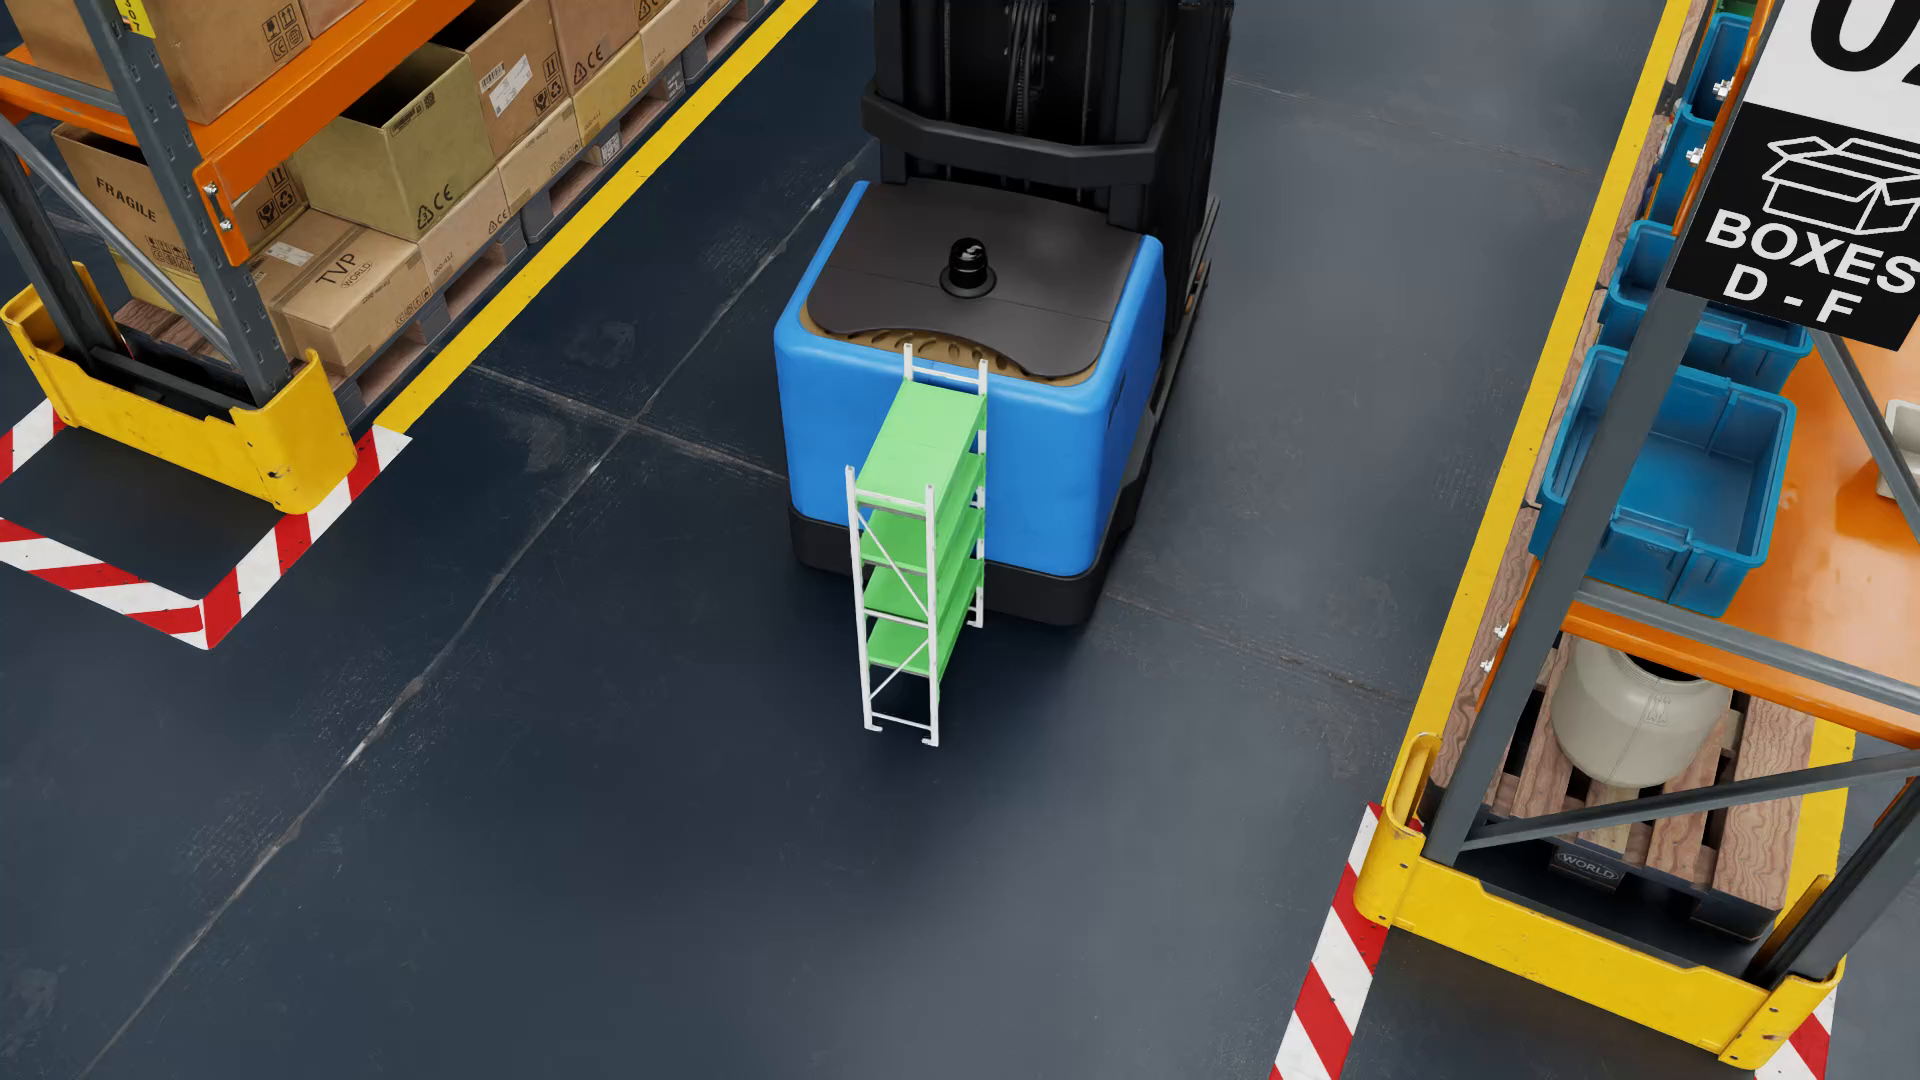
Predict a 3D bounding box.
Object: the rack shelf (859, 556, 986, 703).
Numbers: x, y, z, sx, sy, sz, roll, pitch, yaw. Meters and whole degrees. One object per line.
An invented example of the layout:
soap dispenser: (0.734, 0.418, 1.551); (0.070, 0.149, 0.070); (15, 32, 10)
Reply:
rack shelf: (-0.111, 0.246, 5.152); (0.258, 0.148, 0.480); (13, 51, 11)

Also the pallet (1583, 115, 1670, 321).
pallet: (3.122, -1.157, 6.596); (1.003, 0.211, 1.213); (20, 52, 16)

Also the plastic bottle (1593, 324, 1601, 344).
plastic bottle: (2.385, -0.822, 5.930); (0.144, 0.351, 0.185); (22, 53, 18)

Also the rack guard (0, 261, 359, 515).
rack guard: (-2.749, -0.542, 5.883); (1.175, 0.500, 0.348); (20, 52, 16)

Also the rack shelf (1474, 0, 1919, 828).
rack shelf: (2.592, -0.899, 5.018); (1.077, 0.370, 4.000); (20, 52, 16)

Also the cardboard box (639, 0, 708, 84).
cardboard box: (-1.453, -2.288, 7.257); (0.500, 0.250, 0.500); (20, 52, 16)

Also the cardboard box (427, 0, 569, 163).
cardboard box: (-1.895, -1.847, 6.390); (0.500, 0.500, 0.500); (20, 52, 16)

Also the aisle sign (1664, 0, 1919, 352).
aisle sign: (1.439, -0.644, 2.622); (0.394, 0.787, 0.004); (20, 52, 16)

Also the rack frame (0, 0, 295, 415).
rack frame: (-2.739, -1.369, 4.945); (1.000, 3.000, 0.127); (20, 52, 16)

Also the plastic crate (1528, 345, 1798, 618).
plastic crate: (1.681, -0.149, 4.004); (0.499, 0.251, 0.616); (20, 52, 16)

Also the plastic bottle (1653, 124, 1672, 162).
plastic bottle: (2.871, -1.598, 6.689); (0.097, 0.201, 0.097); (0, 50, 0)

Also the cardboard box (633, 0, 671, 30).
cardboard box: (-1.465, -2.535, 6.975); (0.500, 0.500, 0.500); (20, 52, 16)

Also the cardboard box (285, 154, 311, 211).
cardboard box: (-2.574, -1.428, 6.525); (0.500, 0.250, 0.500); (20, 52, 16)

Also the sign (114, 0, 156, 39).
sign: (-2.240, -1.490, 4.428); (0.100, 0.325, 0.005); (20, 52, 16)

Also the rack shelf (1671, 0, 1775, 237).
rack shelf: (2.592, -1.871, 3.875); (1.077, 0.370, 4.000); (20, 52, 16)

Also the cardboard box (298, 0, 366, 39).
cardboard box: (-2.308, -2.082, 5.486); (0.700, 0.500, 0.500); (21, 53, 17)

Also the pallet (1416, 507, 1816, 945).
pallet: (2.080, 0.524, 5.166); (1.003, 0.211, 1.213); (20, 52, 16)

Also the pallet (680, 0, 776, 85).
pallet: (-1.408, -2.686, 7.897); (1.003, 0.211, 1.213); (20, 52, 16)

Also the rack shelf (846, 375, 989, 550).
rack shelf: (-0.111, -0.221, 4.604); (0.258, 0.148, 0.480); (13, 51, 11)

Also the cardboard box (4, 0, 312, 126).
cardboard box: (-2.528, -1.719, 5.177); (0.700, 0.500, 0.500); (20, 52, 16)

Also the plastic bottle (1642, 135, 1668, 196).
plastic bottle: (2.801, -1.461, 6.523); (0.152, 0.276, 0.135); (22, 53, 17)

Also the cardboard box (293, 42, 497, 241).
cardboard box: (-2.097, -1.499, 6.093); (0.500, 0.500, 0.500); (20, 52, 16)

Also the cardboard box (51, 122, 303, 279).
cardboard box: (-2.779, -1.323, 5.944); (0.500, 0.500, 0.500); (20, 52, 16)

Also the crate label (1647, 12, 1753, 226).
crate label: (2.280, -1.122, 4.712); (0.502, 0.435, 0.616); (20, 52, 16)

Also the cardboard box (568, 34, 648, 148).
cardboard box: (-1.666, -1.943, 6.964); (0.500, 0.250, 0.500); (20, 52, 16)

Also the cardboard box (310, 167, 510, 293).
cardboard box: (-2.098, -1.256, 6.379); (0.500, 0.250, 0.500); (20, 52, 16)

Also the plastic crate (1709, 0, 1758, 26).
plastic crate: (2.612, -1.598, 5.279); (0.450, 0.188, 0.662); (20, 52, 16)

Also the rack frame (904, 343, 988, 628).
rack frame: (-0.040, -0.129, 5.072); (0.240, 1.200, 0.015); (13, 51, 11)

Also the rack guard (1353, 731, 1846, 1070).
rack guard: (1.728, 0.988, 4.581); (1.175, 0.500, 0.348); (20, 52, 16)

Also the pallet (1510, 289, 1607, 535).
pallet: (2.602, -0.313, 5.878); (1.003, 0.211, 1.213); (20, 52, 16)

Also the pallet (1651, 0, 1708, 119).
pallet: (3.747, -2.159, 7.448); (1.003, 0.211, 1.213); (20, 52, 16)

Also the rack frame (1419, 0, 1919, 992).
rack frame: (1.738, 0.245, 3.572); (1.000, 3.000, 0.127); (20, 52, 16)

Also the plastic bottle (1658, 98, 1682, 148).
plastic bottle: (2.914, -1.691, 6.722); (0.097, 0.271, 0.097); (0, 50, 0)

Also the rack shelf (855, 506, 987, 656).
rack shelf: (-0.111, 0.090, 4.969); (0.258, 0.148, 0.480); (13, 51, 11)

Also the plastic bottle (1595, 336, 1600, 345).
plastic bottle: (2.259, -0.587, 5.779); (0.152, 0.276, 0.135); (20, 53, 16)

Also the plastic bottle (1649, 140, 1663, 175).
plastic bottle: (2.828, -1.528, 6.629); (0.097, 0.201, 0.097); (0, 50, 0)

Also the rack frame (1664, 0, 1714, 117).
rack frame: (3.447, -2.509, 5.915); (1.000, 3.000, 0.127); (20, 52, 16)

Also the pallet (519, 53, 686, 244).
pallet: (-1.928, -1.843, 7.179); (1.003, 0.211, 1.213); (20, 52, 16)

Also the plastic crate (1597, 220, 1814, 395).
plastic crate: (1.964, -0.594, 4.383); (0.499, 0.251, 0.408); (20, 52, 16)

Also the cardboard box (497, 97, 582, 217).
cardboard box: (-1.884, -1.601, 6.672); (0.500, 0.250, 0.500); (20, 52, 16)

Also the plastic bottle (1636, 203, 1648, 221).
plastic bottle: (2.538, -1.120, 6.229); (0.061, 0.283, 0.133); (22, 53, 18)

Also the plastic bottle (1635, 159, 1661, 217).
plastic bottle: (2.727, -1.372, 6.399); (0.144, 0.351, 0.185); (21, 53, 17)

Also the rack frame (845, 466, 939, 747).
rack frame: (-0.183, 0.227, 4.769); (0.240, 1.200, 0.015); (13, 51, 11)

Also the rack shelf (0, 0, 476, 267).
rack shelf: (-1.885, -2.513, 6.391); (1.077, 0.370, 4.000); (20, 52, 16)

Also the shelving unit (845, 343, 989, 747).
shelving unit: (-0.111, 0.049, 4.921); (0.258, 1.200, 0.503); (13, 51, 11)

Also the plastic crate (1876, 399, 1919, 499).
plastic crate: (2.411, -0.181, 4.107); (0.298, 0.136, 0.250); (20, 52, 16)

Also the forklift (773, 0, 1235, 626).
forklift: (0.350, -1.822, 5.376); (1.130, 2.935, 3.031); (13, 51, 11)

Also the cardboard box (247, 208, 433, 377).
cardboard box: (-2.309, -0.911, 6.085); (0.500, 0.250, 0.500); (20, 52, 16)

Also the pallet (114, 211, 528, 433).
pallet: (-2.450, -1.006, 6.467); (1.003, 0.211, 1.213); (20, 52, 16)

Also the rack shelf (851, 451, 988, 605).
rack shelf: (-0.111, -0.065, 4.786); (0.258, 0.148, 0.480); (13, 51, 11)

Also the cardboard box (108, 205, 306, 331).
cardboard box: (-2.777, -1.079, 6.229); (0.500, 0.250, 0.500); (20, 52, 16)

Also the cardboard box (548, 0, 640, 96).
cardboard box: (-1.665, -2.186, 6.678); (0.500, 0.500, 0.500); (20, 52, 16)

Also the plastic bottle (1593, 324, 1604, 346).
plastic bottle: (2.318, -0.682, 5.860); (0.152, 0.276, 0.135); (18, 52, 15)

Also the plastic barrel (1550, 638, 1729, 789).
plastic barrel: (1.950, 0.437, 4.766); (0.421, 0.512, 0.421); (0, 50, 0)

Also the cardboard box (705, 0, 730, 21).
cardboard box: (-1.253, -2.637, 7.554); (0.500, 0.250, 0.500); (20, 52, 16)

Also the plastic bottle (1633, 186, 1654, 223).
plastic bottle: (2.646, -1.242, 6.288); (0.144, 0.351, 0.185); (18, 52, 15)
